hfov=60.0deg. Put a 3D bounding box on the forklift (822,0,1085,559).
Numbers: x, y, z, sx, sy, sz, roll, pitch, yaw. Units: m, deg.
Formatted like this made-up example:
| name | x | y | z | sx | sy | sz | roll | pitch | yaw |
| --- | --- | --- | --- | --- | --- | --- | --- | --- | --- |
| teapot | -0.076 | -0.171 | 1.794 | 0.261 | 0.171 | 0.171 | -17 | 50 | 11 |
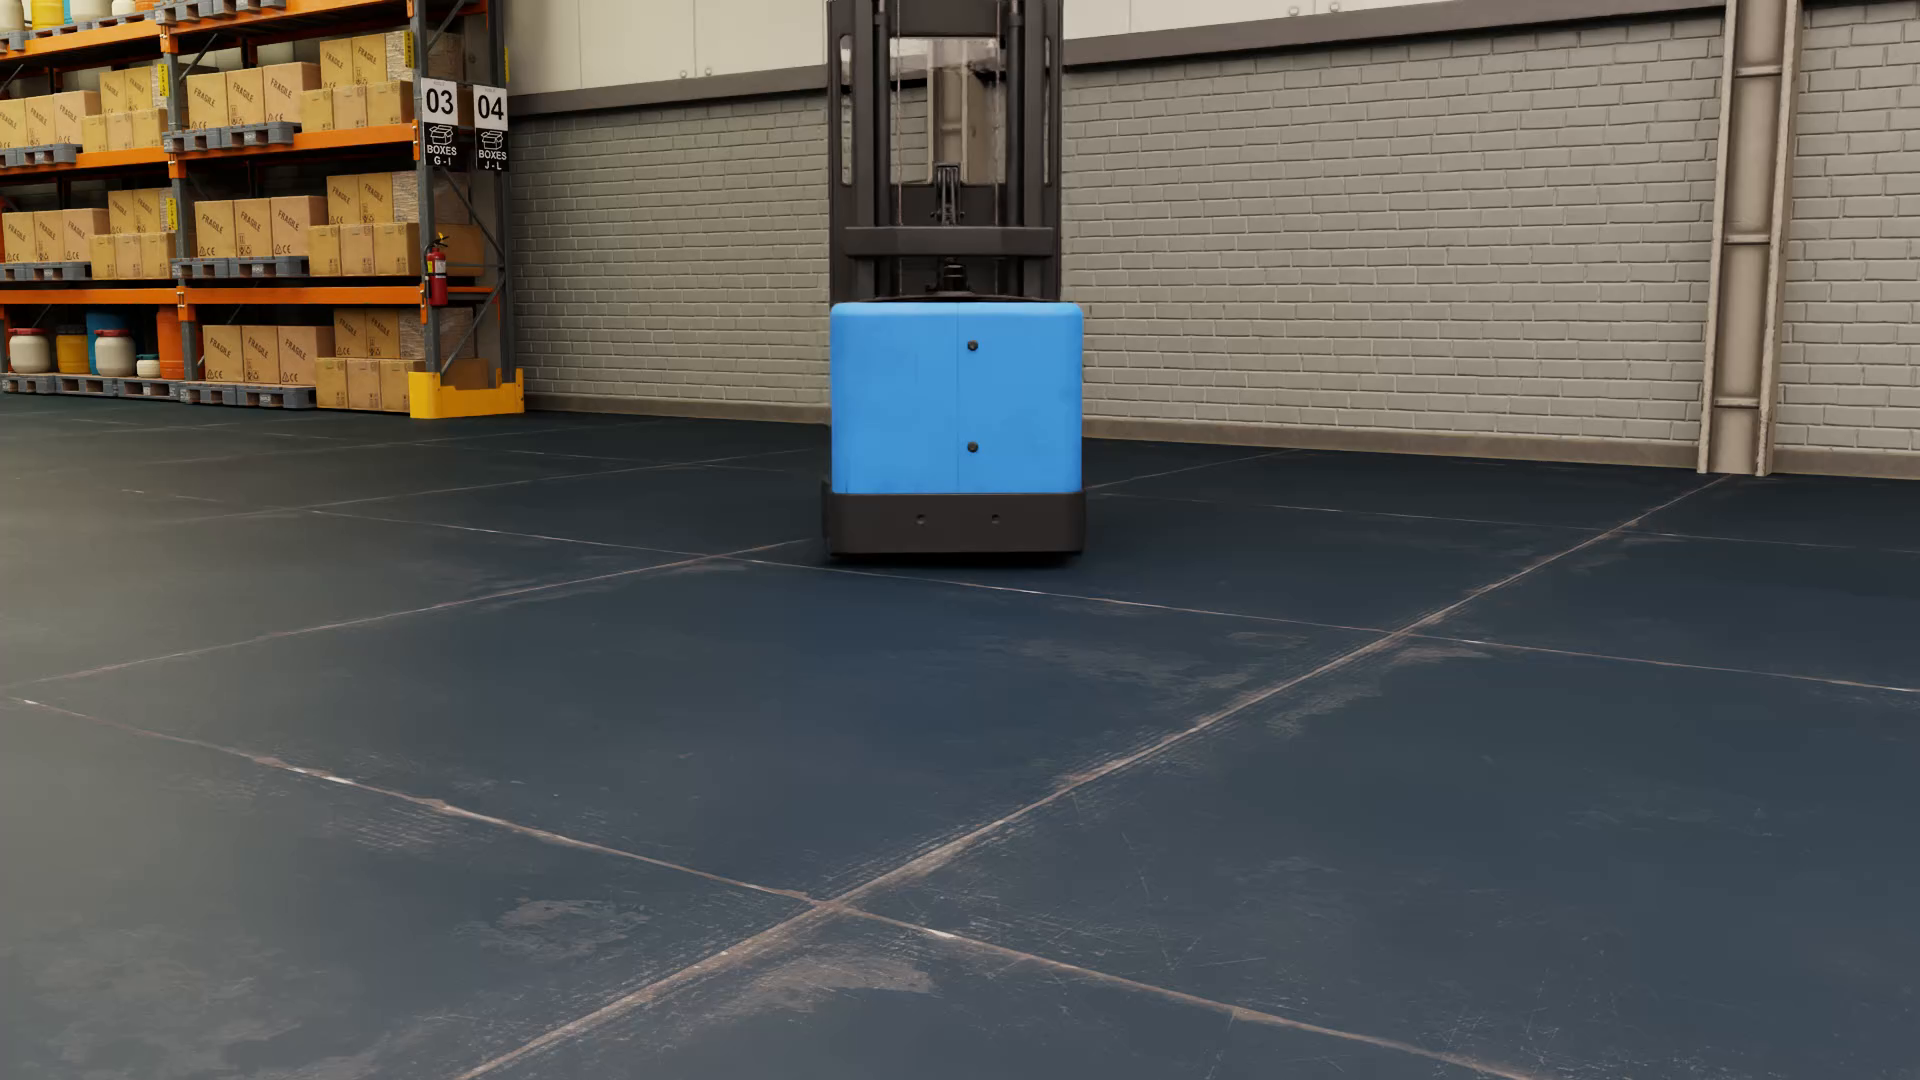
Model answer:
| name | x | y | z | sx | sy | sz | roll | pitch | yaw |
| --- | --- | --- | --- | --- | --- | --- | --- | --- | --- |
| forklift | -0.084 | -1.541 | 8.031 | 1.130 | 2.935 | 3.031 | 0 | 8 | -3 |
